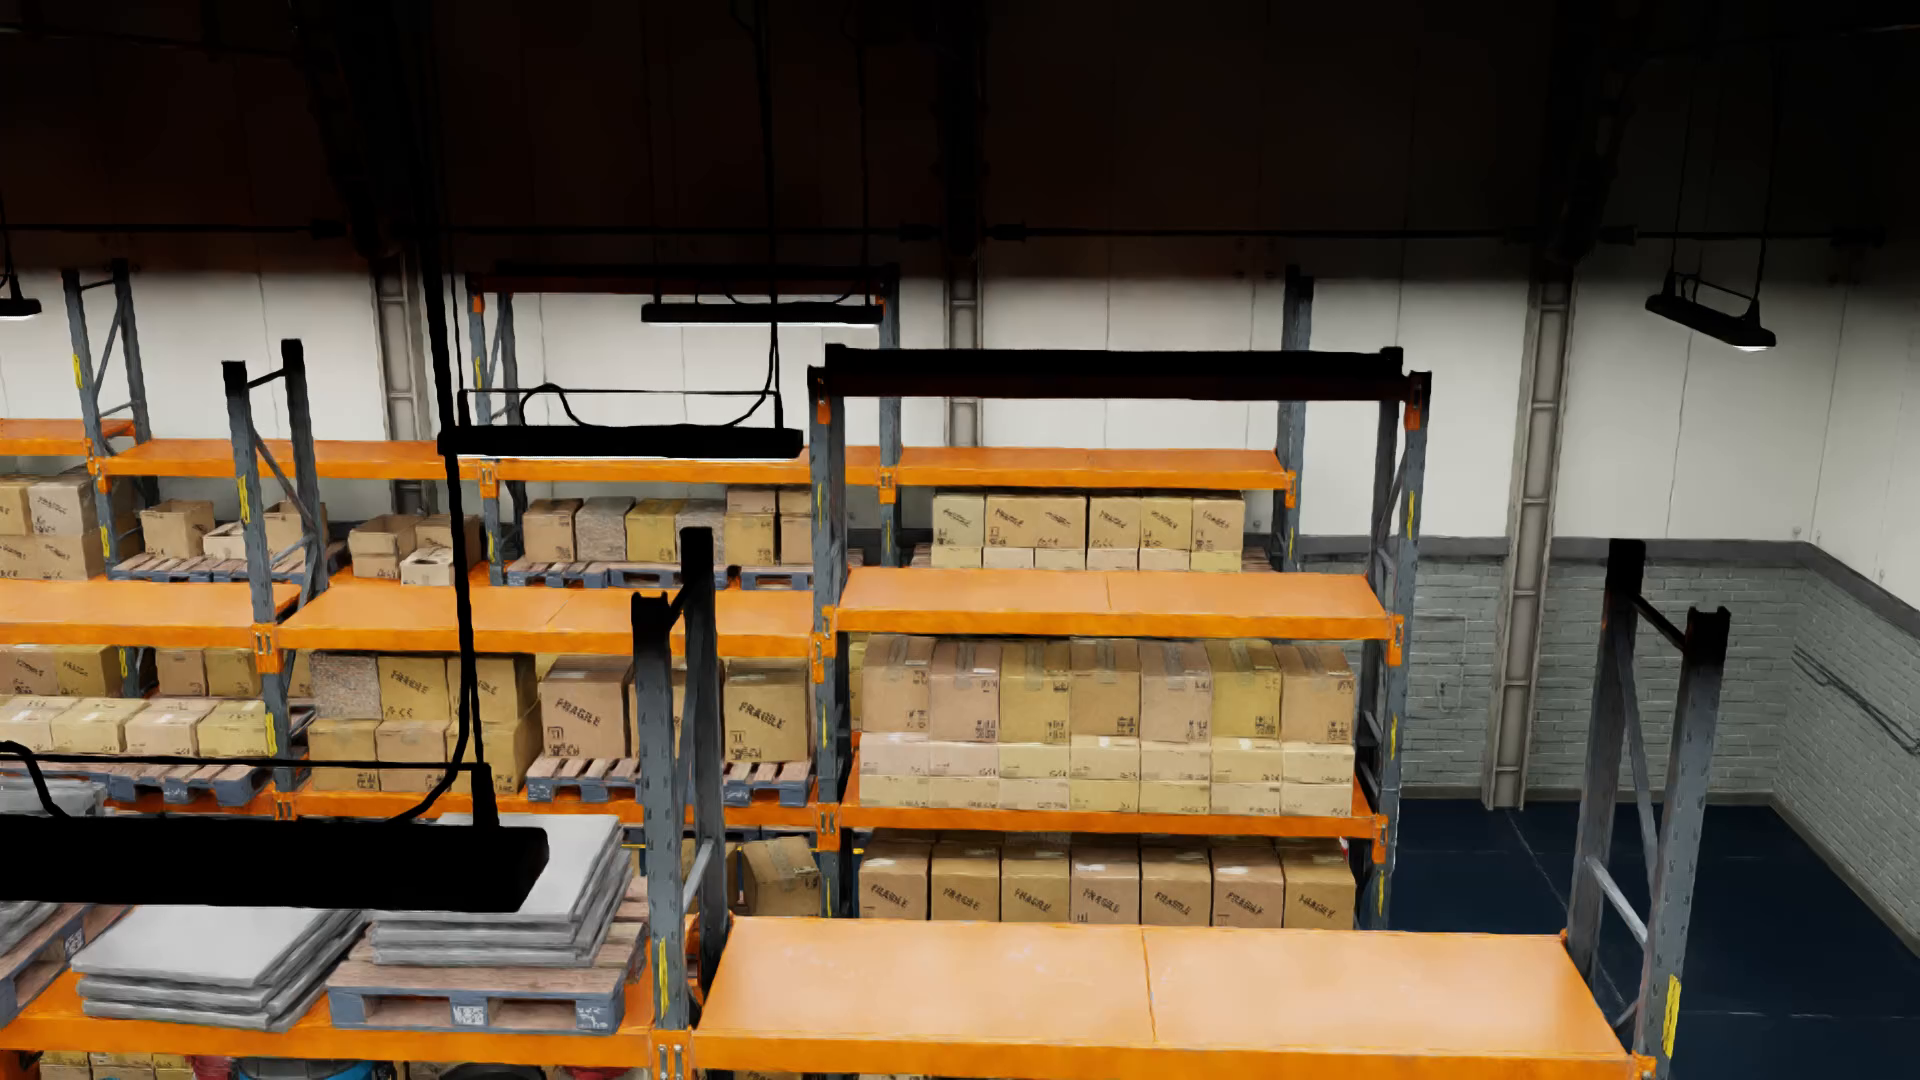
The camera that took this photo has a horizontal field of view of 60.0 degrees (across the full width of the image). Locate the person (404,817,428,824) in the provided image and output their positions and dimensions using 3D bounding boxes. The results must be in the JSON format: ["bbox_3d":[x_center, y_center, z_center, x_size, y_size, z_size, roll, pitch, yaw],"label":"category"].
[{"bbox_3d":[-4.764,3.145,14.727,0.532,1.677,0.409,-9,18,-28],"label":"person"}]
